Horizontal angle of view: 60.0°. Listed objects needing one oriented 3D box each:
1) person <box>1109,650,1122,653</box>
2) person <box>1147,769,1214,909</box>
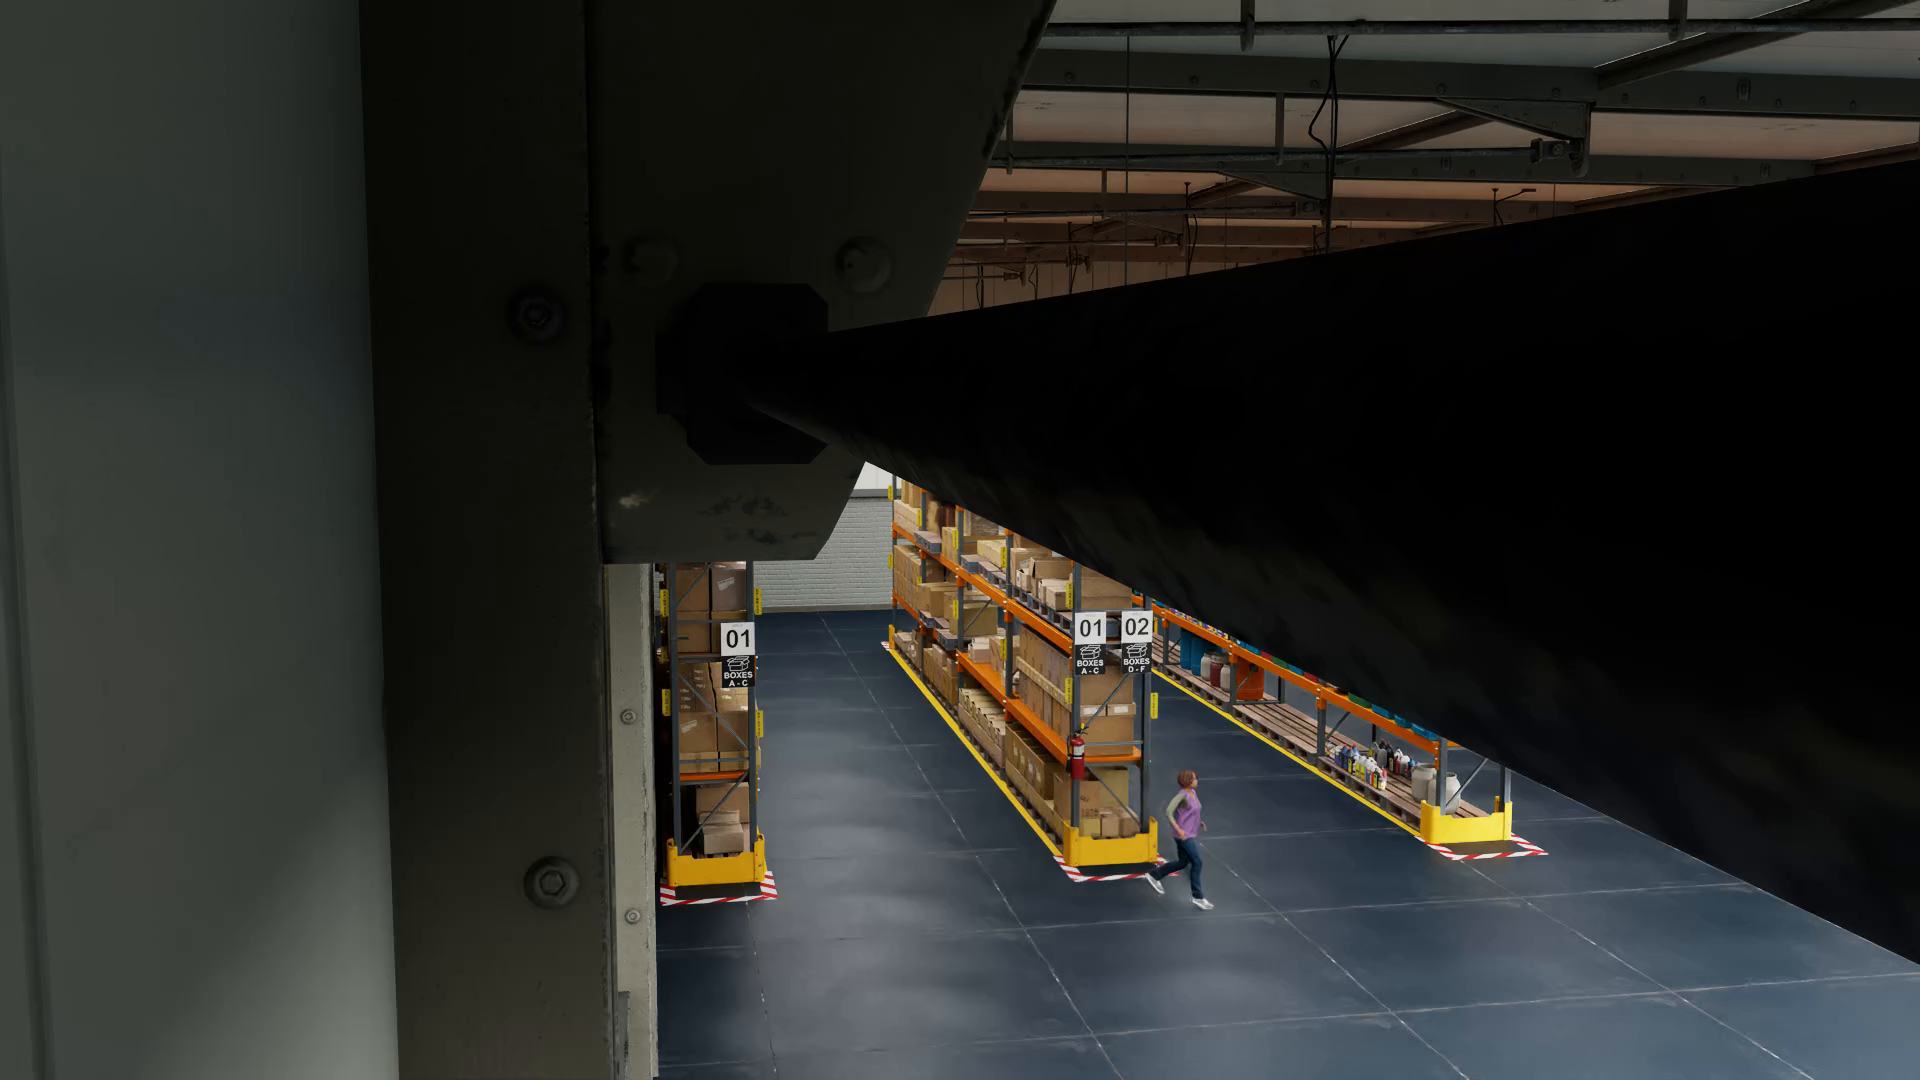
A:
[{"bbox_3d":[2.994,2.326,29.611,0.570,1.688,0.783,-3,7,-22],"label":"person"},{"bbox_3d":[2.578,3.461,19.382,0.823,1.608,0.559,2,7,20],"label":"person"}]
